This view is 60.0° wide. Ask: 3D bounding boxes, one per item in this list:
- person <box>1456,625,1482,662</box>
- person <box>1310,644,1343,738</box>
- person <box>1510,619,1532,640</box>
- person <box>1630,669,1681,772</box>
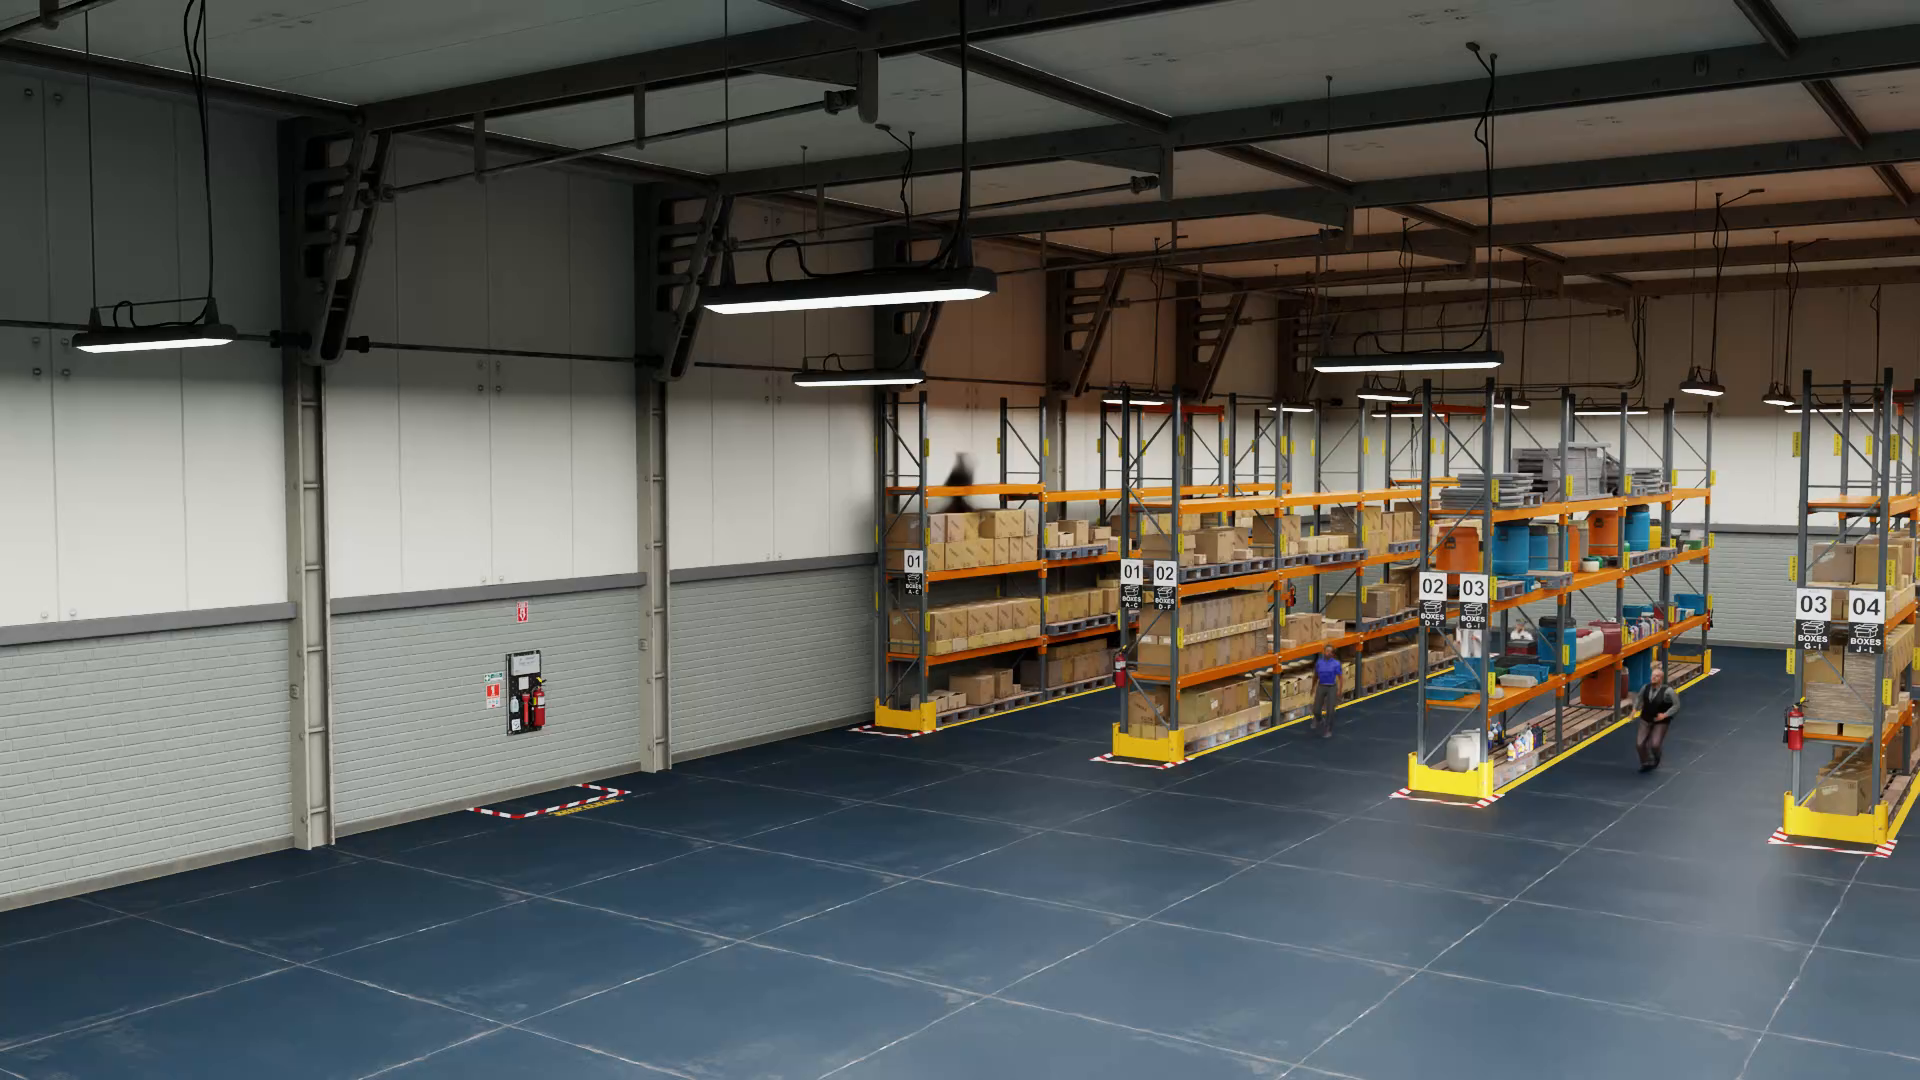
[{"bbox_3d":[10.364,2.251,33.677,0.671,1.791,0.766,1,3,22],"label":"person"},{"bbox_3d":[6.330,2.597,28.724,0.630,1.623,0.651,1,3,24],"label":"person"},{"bbox_3d":[11.103,2.357,32.954,0.597,1.621,0.733,3,4,41],"label":"person"},{"bbox_3d":[10.676,2.790,25.526,0.720,1.629,0.523,3,4,39],"label":"person"}]
